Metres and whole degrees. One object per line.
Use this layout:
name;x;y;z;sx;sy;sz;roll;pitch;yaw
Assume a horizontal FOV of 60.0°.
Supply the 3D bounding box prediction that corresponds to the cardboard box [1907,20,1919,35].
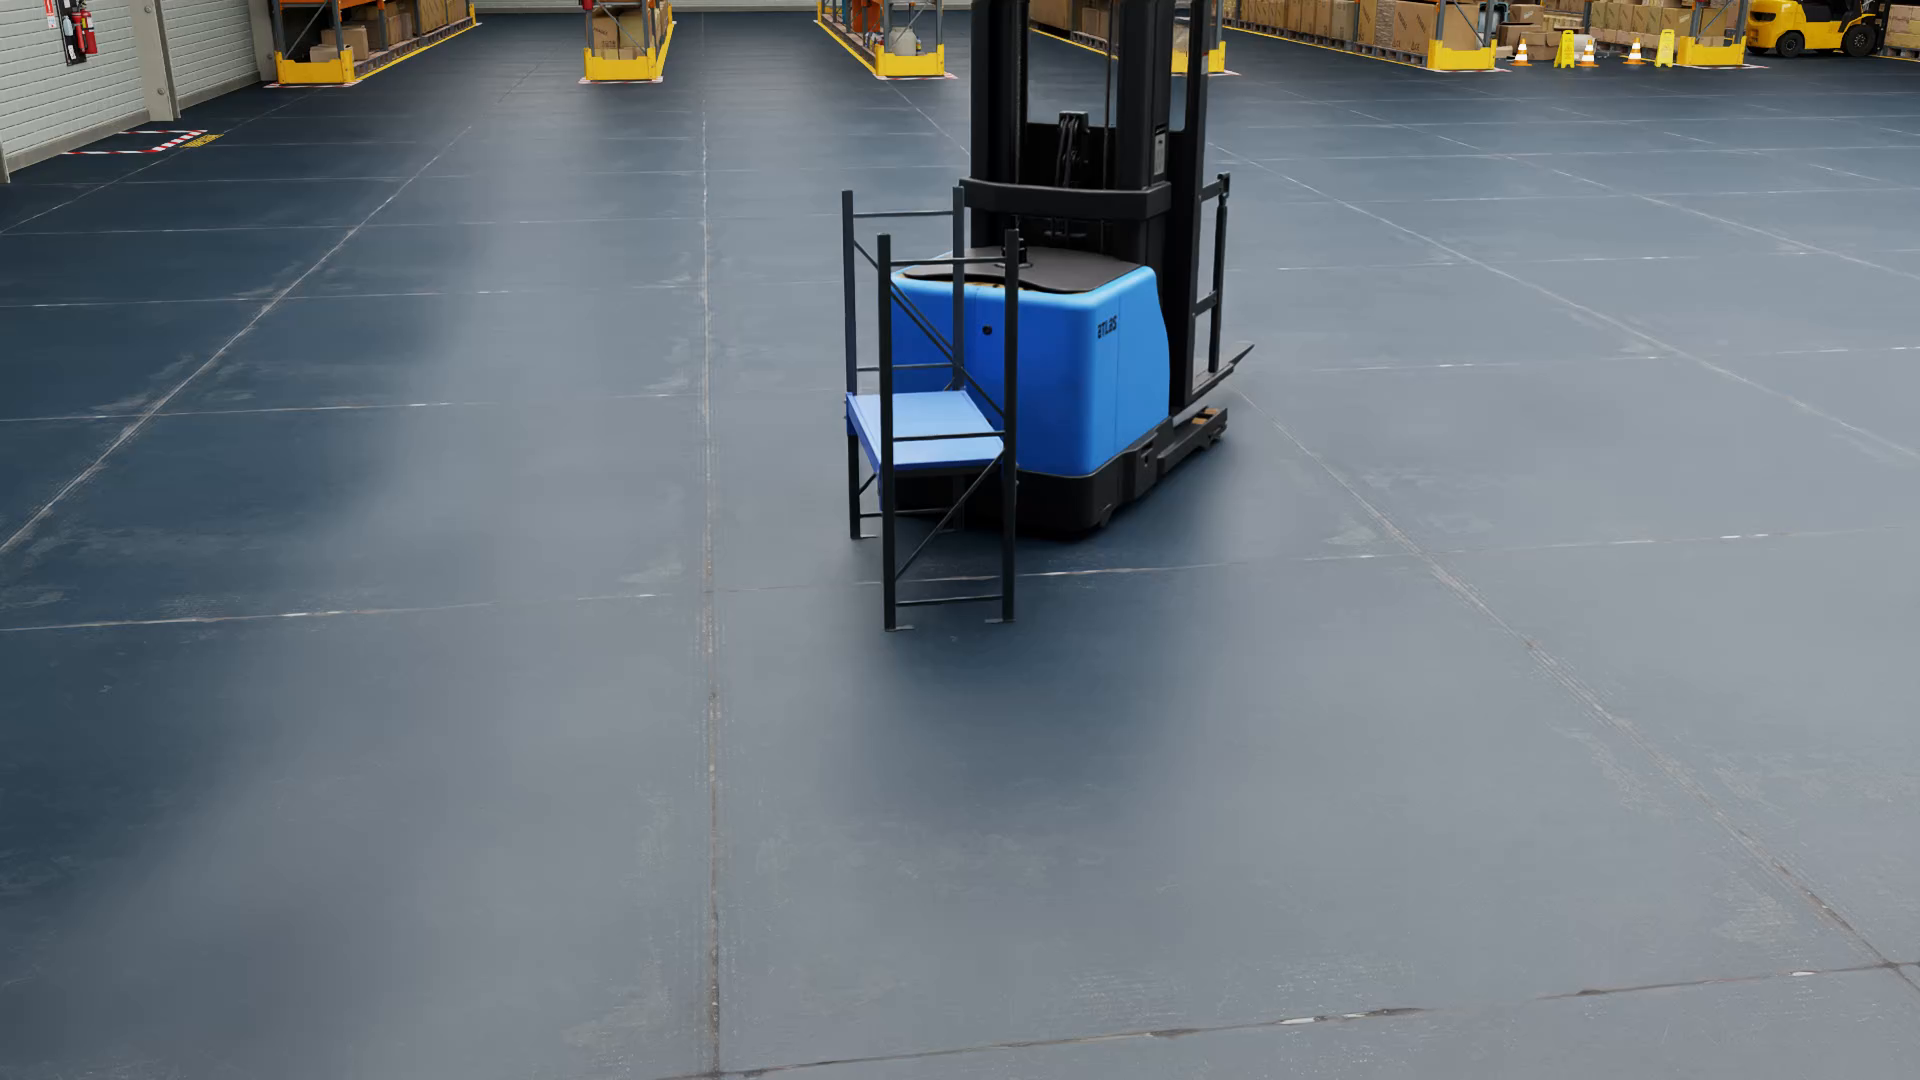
cardboard box;18.429;-9.742;31.628;0.500;0.250;0.500;-3;21;-8

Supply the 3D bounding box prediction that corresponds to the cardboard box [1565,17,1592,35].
cardboard box;13.243;-10.727;34.806;0.950;0.372;0.625;-3;21;-7

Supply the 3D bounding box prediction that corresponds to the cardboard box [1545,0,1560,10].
cardboard box;16.497;-14.797;45.515;0.797;0.503;0.637;-4;21;-10

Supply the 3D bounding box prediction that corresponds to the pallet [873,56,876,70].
pallet;-0.980;-8.445;29.524;1.003;0.211;1.213;-3;21;-8

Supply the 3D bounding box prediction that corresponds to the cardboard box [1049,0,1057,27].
cardboard box;2.738;-12.215;38.071;1.225;0.875;0.875;-3;21;-8

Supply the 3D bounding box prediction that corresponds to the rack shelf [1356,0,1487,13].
rack shelf;8.725;-10.266;31.443;1.077;0.370;4.000;-3;21;-8

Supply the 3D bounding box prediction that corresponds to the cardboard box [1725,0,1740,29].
cardboard box;17.834;-11.858;37.473;0.875;0.625;0.625;-2;21;-6

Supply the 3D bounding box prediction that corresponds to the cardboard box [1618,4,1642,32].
cardboard box;13.301;-10.258;32.651;0.500;0.500;0.500;-2;21;-5

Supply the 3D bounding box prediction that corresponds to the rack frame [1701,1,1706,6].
rack frame;17.656;-13.217;38.315;1.000;3.000;0.127;-3;21;-8

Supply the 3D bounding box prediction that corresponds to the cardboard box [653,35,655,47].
cardboard box;-6.006;-9.341;31.268;0.500;0.250;0.500;-3;21;-8

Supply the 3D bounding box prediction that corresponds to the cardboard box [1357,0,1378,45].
cardboard box;8.459;-10.275;32.877;0.875;0.875;0.875;-3;21;-7

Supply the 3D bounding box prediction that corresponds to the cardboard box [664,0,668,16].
cardboard box;-7.697;-13.596;42.275;0.500;0.500;0.500;-3;21;-8

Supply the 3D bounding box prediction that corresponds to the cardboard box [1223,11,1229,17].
cardboard box;6.834;-13.227;41.819;0.380;0.149;0.250;-4;21;-10

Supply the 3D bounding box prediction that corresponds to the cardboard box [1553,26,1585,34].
cardboard box;12.129;-9.971;33.193;0.500;0.500;0.500;12;24;30

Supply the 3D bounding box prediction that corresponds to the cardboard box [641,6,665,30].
cardboard box;-6.797;-11.529;36.740;0.500;0.500;0.500;-3;21;-8

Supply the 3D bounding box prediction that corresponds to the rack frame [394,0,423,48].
rack frame;-11.767;-11.716;34.297;1.000;3.000;0.127;-3;21;-8

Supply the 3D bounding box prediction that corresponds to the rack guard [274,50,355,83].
rack guard;-10.625;-7.801;27.388;1.175;0.500;0.348;-3;21;-8

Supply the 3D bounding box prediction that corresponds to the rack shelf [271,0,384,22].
rack shelf;-10.902;-9.301;28.860;1.077;0.370;4.000;-3;21;-8

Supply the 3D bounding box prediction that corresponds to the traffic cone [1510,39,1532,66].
traffic cone;10.342;-8.977;30.591;0.336;0.463;0.334;-3;21;-8

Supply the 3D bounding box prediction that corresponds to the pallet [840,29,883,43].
pallet;-2.118;-11.180;36.848;1.003;0.211;1.213;-3;21;-8

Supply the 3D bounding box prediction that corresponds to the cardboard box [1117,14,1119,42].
cardboard box;3.447;-10.329;33.528;0.700;0.500;0.500;-5;21;-12

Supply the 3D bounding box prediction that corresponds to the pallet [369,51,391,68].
pallet;-11.059;-8.794;30.459;1.003;0.211;1.213;-3;21;-8

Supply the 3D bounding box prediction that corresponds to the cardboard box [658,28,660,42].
cardboard box;-6.324;-10.175;33.501;0.500;0.250;0.500;-3;21;-7

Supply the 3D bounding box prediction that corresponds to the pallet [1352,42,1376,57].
pallet;8.469;-9.722;32.944;1.003;0.211;1.213;-3;21;-8

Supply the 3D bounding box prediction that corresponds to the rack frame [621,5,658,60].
rack frame;-6.289;-10.582;31.261;1.000;3.000;0.127;-3;21;-8

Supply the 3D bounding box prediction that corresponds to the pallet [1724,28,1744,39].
pallet;17.736;-11.623;38.035;1.003;0.211;1.213;-3;21;-8

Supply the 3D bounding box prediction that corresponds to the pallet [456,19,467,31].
pallet;-12.555;-12.485;40.341;1.003;0.211;1.213;-3;21;-8

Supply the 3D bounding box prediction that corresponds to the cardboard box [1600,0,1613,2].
cardboard box;13.097;-10.880;33.389;0.380;0.149;0.250;-3;21;-7

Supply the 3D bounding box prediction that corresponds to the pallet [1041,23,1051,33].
pallet;2.547;-12.280;39.794;1.003;0.211;1.213;-3;21;-8

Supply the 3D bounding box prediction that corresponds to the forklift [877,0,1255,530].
forklift;0.733;-1.889;8.085;1.130;2.935;3.031;10;23;25

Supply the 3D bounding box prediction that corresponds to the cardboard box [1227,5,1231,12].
cardboard box;6.873;-13.252;41.459;0.380;0.149;0.250;-4;21;-10

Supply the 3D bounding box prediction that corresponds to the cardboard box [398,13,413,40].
cardboard box;-11.612;-10.504;33.997;0.700;0.500;0.500;-3;21;-7

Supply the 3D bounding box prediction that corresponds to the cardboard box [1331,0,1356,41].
cardboard box;8.259;-10.649;34.055;1.050;0.750;0.750;-3;21;-8

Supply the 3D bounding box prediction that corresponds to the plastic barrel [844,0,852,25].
plastic barrel;-2.376;-12.380;38.473;0.600;0.901;0.708;-3;21;-8

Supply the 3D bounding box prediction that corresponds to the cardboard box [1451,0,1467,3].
cardboard box;12.474;-13.028;40.248;0.875;0.875;0.875;-2;21;-6

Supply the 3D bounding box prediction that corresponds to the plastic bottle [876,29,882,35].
plastic bottle;-1.538;-9.502;31.528;0.144;0.351;0.185;-3;21;-8

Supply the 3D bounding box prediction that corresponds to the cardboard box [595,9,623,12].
cardboard box;-6.452;-9.493;30.603;0.500;0.500;0.500;-3;21;-8

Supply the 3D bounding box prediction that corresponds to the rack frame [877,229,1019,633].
rack frame;-0.040;-0.375;6.076;0.500;1.500;0.032;-4;21;-10

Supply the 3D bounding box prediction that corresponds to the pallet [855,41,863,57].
pallet;-1.538;-9.794;33.137;1.003;0.211;1.213;-3;21;-8

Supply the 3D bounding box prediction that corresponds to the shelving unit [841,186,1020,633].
shelving unit;-0.135;-0.550;6.544;0.538;1.500;1.048;-4;21;-10

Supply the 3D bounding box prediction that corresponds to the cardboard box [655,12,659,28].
cardboard box;-6.325;-10.441;33.412;0.500;0.311;0.500;-2;21;-6

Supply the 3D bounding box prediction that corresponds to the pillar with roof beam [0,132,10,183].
pillar with roof beam;-5.581;-8.017;15.820;9.100;9.000;0.400;-3;21;-8

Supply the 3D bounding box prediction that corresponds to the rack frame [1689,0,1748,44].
rack frame;13.897;-10.195;30.225;1.000;3.000;0.127;-3;21;-8

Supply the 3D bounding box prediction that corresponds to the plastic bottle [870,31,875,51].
plastic bottle;-1.593;-9.283;30.940;0.144;0.351;0.185;-3;21;-8

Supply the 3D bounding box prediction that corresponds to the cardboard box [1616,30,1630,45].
cardboard box;13.306;-9.903;32.773;0.500;0.250;0.500;-3;21;-8

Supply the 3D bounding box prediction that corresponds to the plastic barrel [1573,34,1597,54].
plastic barrel;12.102;-9.627;32.387;0.512;0.421;0.421;12;24;30

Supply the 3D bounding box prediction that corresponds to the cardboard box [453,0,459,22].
cardboard box;-12.491;-12.742;40.018;0.700;0.500;0.500;-2;21;-6

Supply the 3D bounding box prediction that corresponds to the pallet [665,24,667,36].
pallet;-7.288;-11.766;38.416;1.003;0.211;1.213;-3;21;-8

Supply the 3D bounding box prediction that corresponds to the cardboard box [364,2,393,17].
cardboard box;-11.512;-10.477;32.852;0.500;0.250;0.500;-3;21;-8

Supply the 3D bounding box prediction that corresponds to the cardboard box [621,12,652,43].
cardboard box;-5.783;-9.173;29.747;0.500;0.500;0.500;-3;21;-8
